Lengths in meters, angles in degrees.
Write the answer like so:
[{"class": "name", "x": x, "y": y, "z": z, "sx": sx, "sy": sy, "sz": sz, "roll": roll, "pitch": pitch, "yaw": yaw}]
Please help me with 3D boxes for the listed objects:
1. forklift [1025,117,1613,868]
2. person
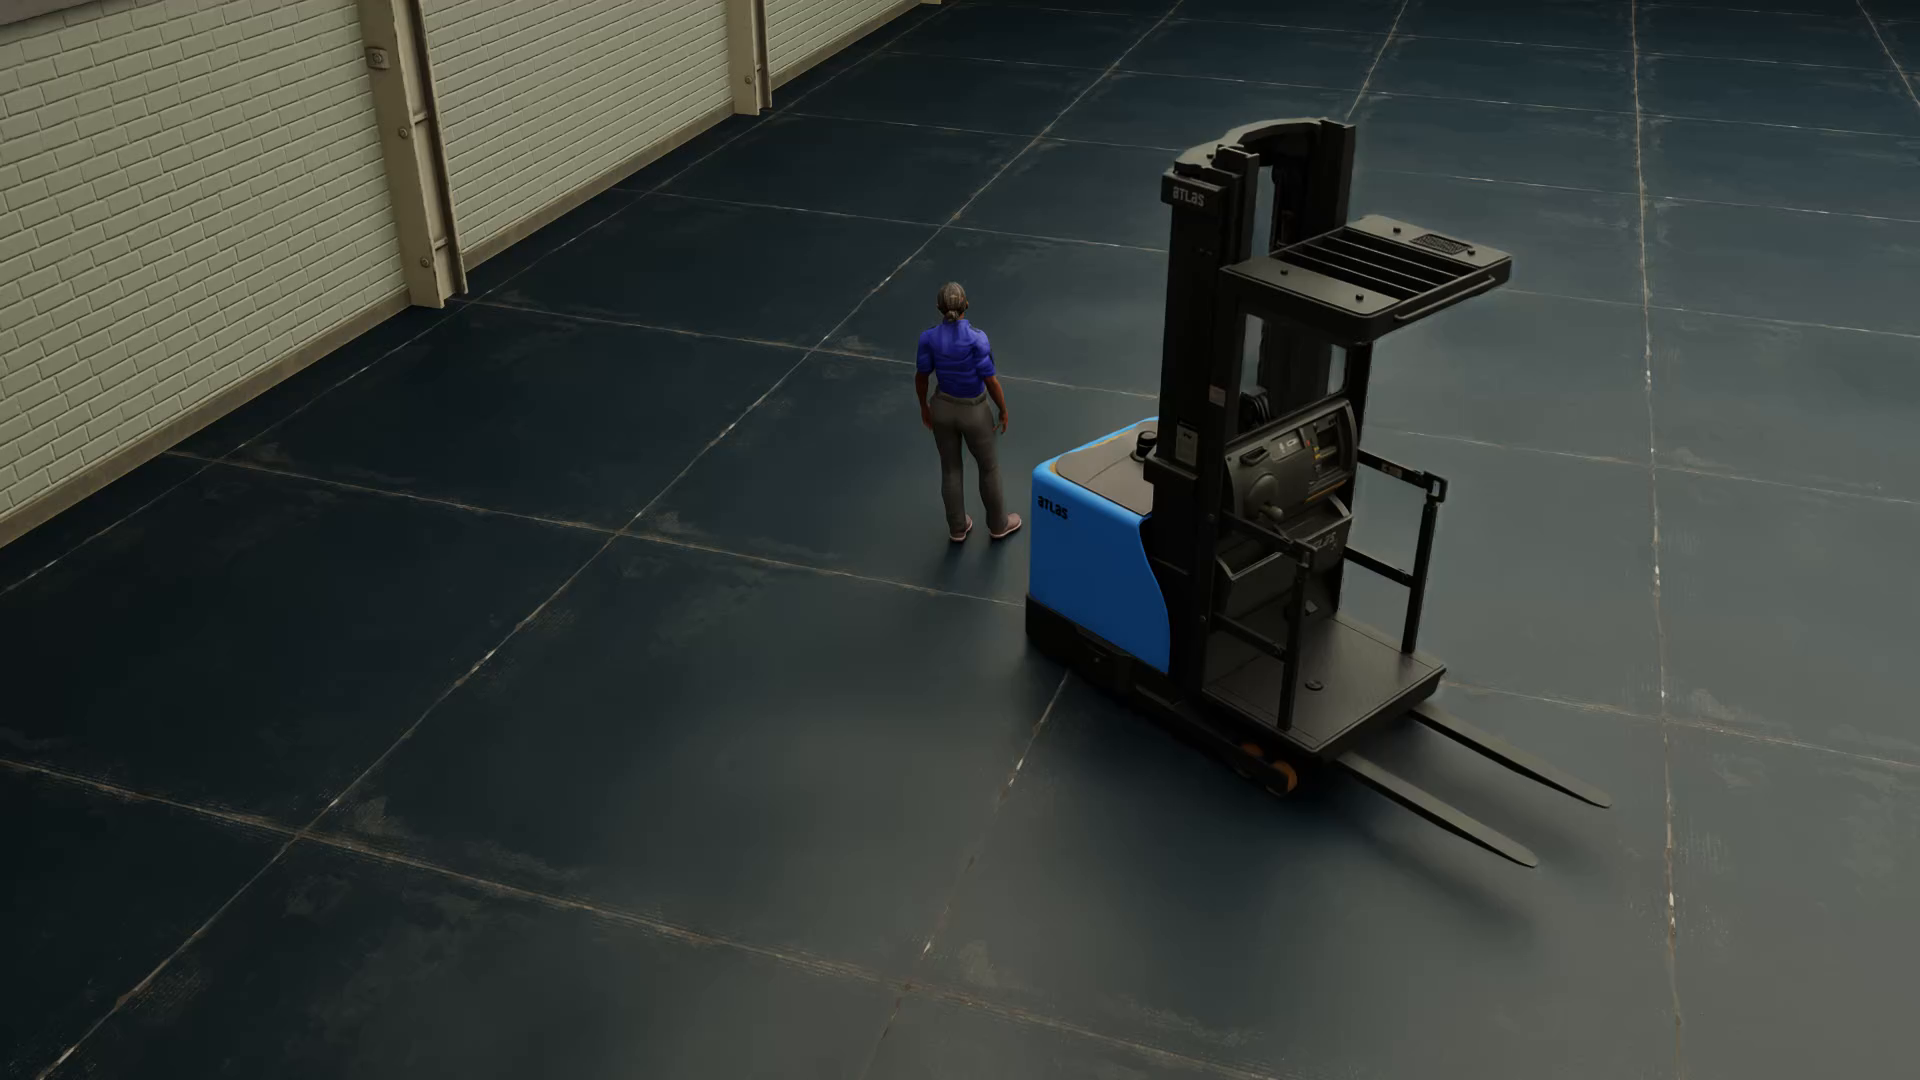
[{"class": "forklift", "x": 1.713, "y": -0.336, "z": 7.726, "sx": 1.130, "sy": 2.935, "sz": 3.031, "roll": -24, "pitch": 37, "yaw": -35}, {"class": "person", "x": 0.047, "y": -0.763, "z": 9.749, "sx": 0.570, "sy": 1.654, "sz": 0.504, "roll": 10, "pitch": 31, "yaw": 16}]
